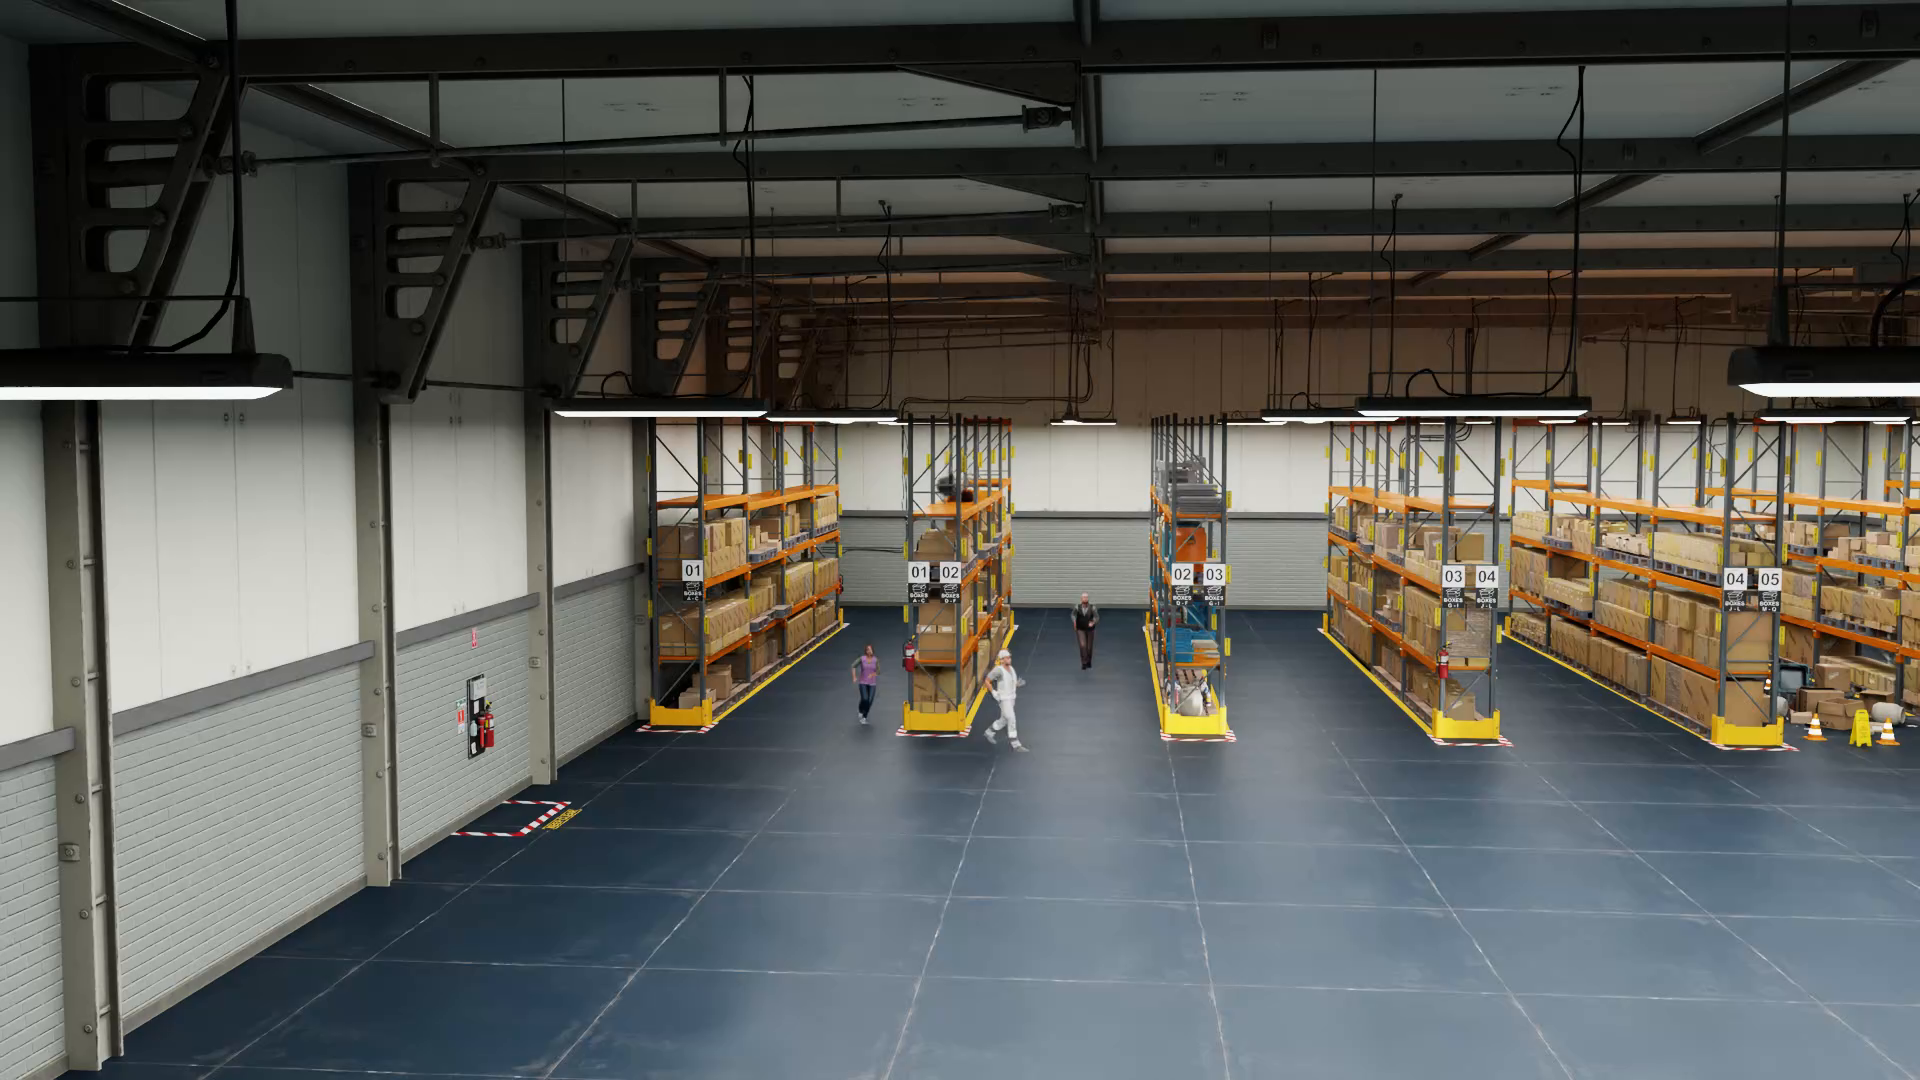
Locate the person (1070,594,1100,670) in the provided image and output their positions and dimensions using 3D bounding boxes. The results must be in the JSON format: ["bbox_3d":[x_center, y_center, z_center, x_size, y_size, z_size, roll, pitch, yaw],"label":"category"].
[{"bbox_3d":[2.837,2.083,37.817,0.664,1.734,0.723,0,4,4],"label":"person"}]

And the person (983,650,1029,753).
[{"bbox_3d":[0.809,2.823,29.369,1.005,1.769,0.659,2,5,33],"label":"person"}]

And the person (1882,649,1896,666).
[{"bbox_3d":[21.424,2.316,38.203,0.595,1.660,0.584,0,4,6],"label":"person"}]

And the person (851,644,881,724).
[{"bbox_3d":[-1.785,2.785,32.052,0.530,1.540,0.529,-1,4,-20],"label":"person"}]
